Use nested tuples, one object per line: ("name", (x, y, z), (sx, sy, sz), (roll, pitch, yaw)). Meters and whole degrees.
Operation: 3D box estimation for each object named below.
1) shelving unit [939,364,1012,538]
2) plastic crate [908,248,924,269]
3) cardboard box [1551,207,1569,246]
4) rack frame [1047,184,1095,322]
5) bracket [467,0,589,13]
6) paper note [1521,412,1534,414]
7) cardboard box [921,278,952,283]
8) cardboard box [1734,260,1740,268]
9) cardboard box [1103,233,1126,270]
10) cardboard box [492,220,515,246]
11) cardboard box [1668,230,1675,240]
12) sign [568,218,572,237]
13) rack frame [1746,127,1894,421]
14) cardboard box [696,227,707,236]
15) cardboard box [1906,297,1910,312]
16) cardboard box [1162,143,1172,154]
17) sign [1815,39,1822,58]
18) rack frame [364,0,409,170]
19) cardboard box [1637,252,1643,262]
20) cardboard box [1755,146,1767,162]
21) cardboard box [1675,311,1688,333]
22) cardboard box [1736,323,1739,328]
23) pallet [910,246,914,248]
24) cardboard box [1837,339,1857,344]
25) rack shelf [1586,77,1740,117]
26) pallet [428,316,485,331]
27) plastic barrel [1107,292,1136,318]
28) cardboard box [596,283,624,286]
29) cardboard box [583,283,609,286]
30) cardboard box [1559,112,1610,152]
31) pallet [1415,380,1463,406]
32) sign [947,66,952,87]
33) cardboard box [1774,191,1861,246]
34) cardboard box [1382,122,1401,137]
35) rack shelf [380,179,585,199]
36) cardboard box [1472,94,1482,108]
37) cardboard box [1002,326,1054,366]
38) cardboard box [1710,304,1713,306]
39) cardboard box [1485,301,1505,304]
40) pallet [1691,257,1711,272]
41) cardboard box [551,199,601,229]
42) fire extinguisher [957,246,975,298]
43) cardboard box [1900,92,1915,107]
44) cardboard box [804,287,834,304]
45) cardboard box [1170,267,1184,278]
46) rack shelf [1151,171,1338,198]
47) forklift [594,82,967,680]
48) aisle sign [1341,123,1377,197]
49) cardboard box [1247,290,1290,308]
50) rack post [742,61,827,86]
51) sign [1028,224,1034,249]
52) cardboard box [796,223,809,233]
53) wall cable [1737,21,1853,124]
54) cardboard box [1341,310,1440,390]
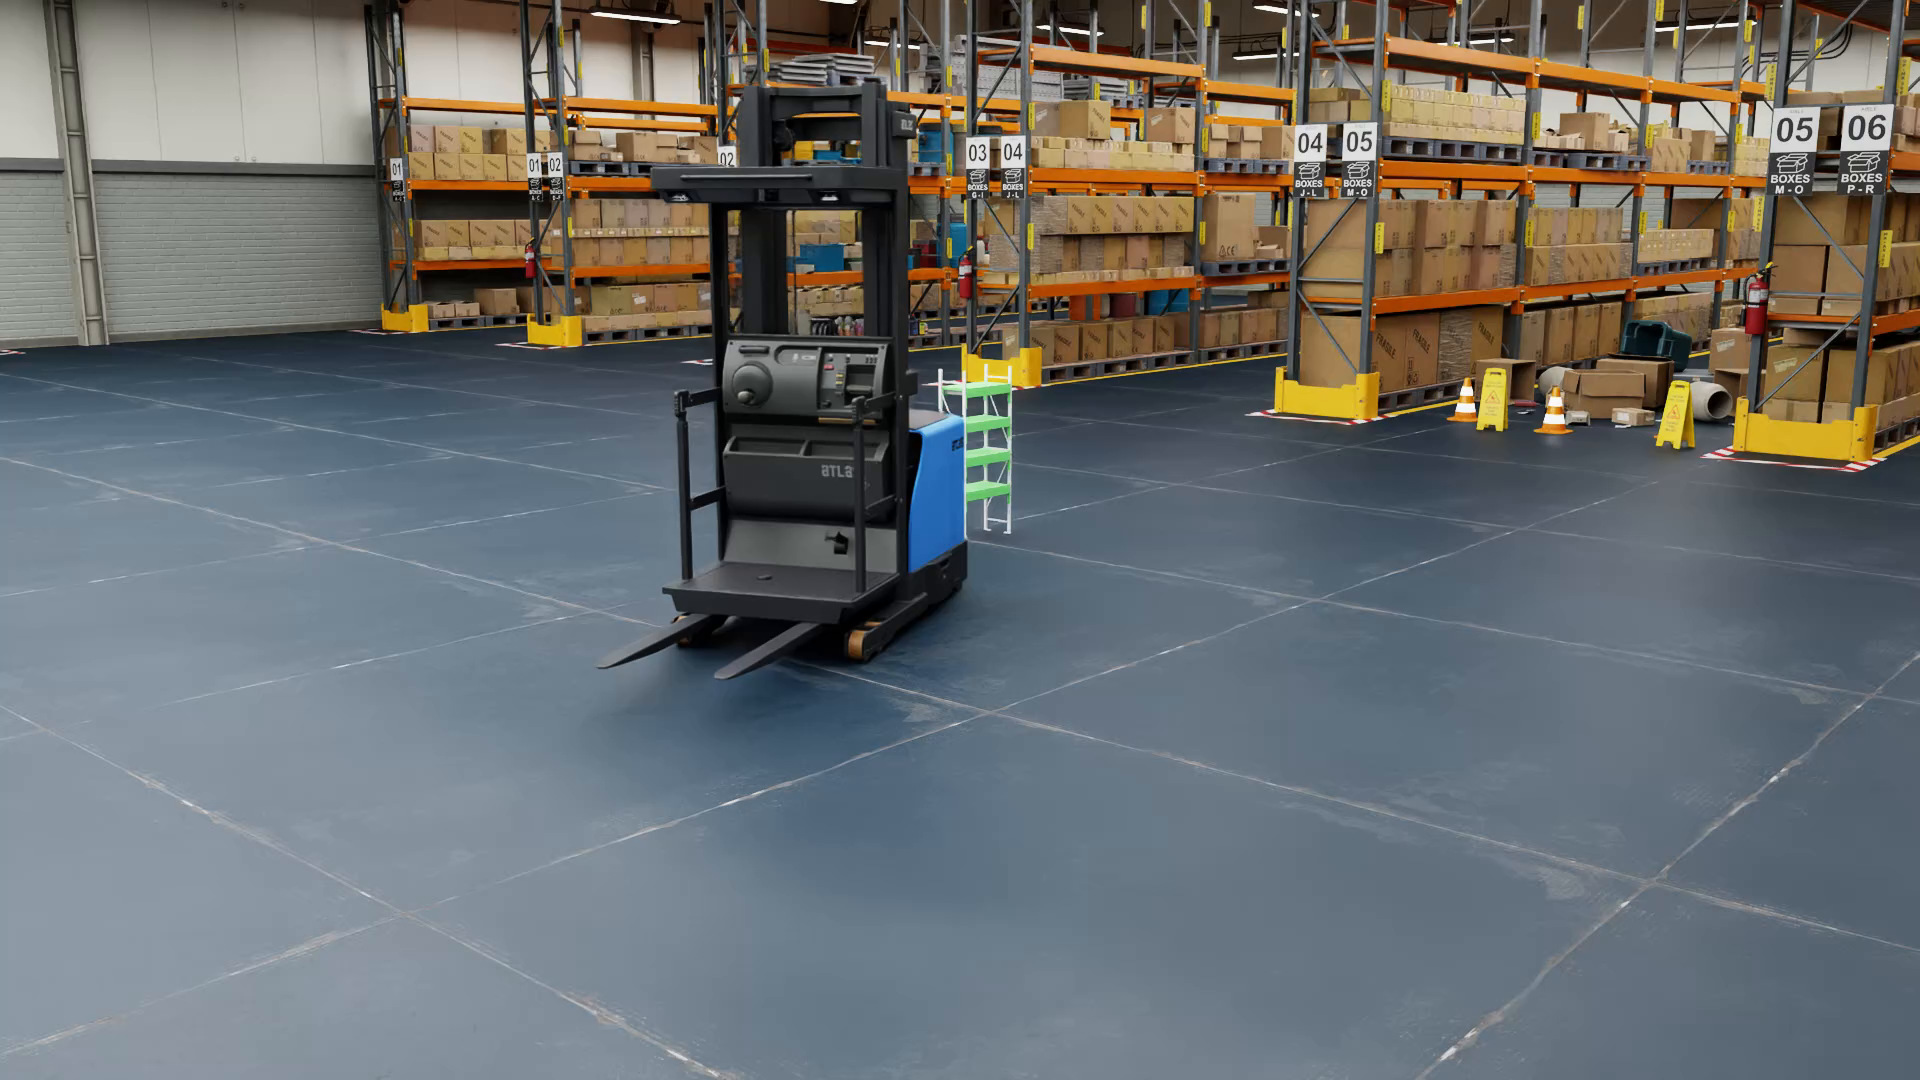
("shelving unit", (0.109, -0.613, 11.716), (0.258, 1.200, 0.503), (10, 15, 40))
("plastic crate", (-1.023, -4.696, 27.724), (0.767, 0.338, 0.504), (10, 15, 40))
("cardboard box", (7.793, -4.254, 22.544), (0.700, 0.500, 0.500), (10, 15, 41))
("rack frame", (2.059, -5.376, 30.967), (1.000, 3.000, 0.127), (10, 15, 40))
("bracket", (-8.610, -10.796, 33.597), (0.076, 0.066, 4.783), (10, 15, 40))
("paper note", (6.441, -1.450, 18.899), (0.142, 0.017, 0.144), (-6, 13, -28))
("cardboard box", (-0.512, -5.702, 35.946), (0.500, 0.250, 0.500), (9, 15, 39))
("cardboard box", (12.947, -4.677, 28.109), (0.380, 0.149, 0.250), (9, 14, 38))
("cardboard box", (1.824, -4.060, 23.364), (0.875, 0.500, 0.500), (10, 15, 40))
("cardboard box", (-9.112, -6.039, 32.706), (0.500, 0.500, 0.500), (10, 15, 42))
("cardboard box", (10.755, -4.690, 25.586), (0.380, 0.149, 0.250), (10, 15, 42))
("sign", (-6.527, -5.230, 27.827), (0.100, 0.325, 0.005), (10, 15, 40))
("rack frame", (7.943, -2.277, 15.453), (1.000, 3.000, 0.127), (10, 15, 40))
("cardboard box", (-4.827, -5.614, 30.248), (0.380, 0.149, 0.250), (10, 15, 40))
("cardboard box", (9.062, -2.318, 16.302), (0.380, 0.149, 0.250), (10, 15, 42))
("cardboard box", (2.796, -5.579, 23.692), (0.380, 0.149, 0.250), (9, 14, 38))
("sign", (15.123, -8.659, 29.300), (0.100, 0.325, 0.005), (10, 15, 40))
("rack frame", (-10.664, -8.421, 30.900), (1.000, 3.000, 0.127), (10, 15, 40))
("cardboard box", (9.885, -4.202, 24.659), (0.380, 0.149, 0.250), (10, 15, 40))
("cardboard box", (13.252, -6.495, 28.019), (0.500, 0.250, 0.500), (10, 15, 41))
("cardboard box", (11.099, -3.356, 26.165), (0.500, 0.500, 0.500), (9, 15, 39))
("cardboard box", (13.143, -3.658, 28.574), (0.380, 0.149, 0.250), (9, 14, 38))
("pallet", (-1.265, -6.031, 34.740), (1.213, 0.211, 1.003), (10, 15, 40))
("cardboard box", (8.956, -1.804, 17.121), (0.500, 0.500, 0.500), (9, 15, 39))
("rack shelf", (10.759, -6.766, 25.471), (1.077, 0.370, 4.000), (10, 15, 40))
("pallet", (-10.051, -4.238, 32.392), (1.003, 0.211, 1.213), (10, 15, 40))
("plastic barrel", (3.115, -4.639, 32.366), (0.600, 0.588, 0.708), (10, 15, 40))
("cardboard box", (-6.161, -4.331, 29.772), (0.500, 0.500, 0.500), (10, 15, 40))
("cardboard box", (-7.550, -5.168, 35.189), (0.700, 0.500, 0.500), (10, 15, 42))
("cardboard box", (8.501, -5.562, 22.660), (0.500, 0.500, 0.500), (10, 15, 40))
("pallet", (5.432, -1.841, 20.390), (1.003, 0.211, 1.213), (10, 15, 40))
("sign", (-0.176, -7.554, 27.090), (0.100, 0.325, 0.005), (10, 15, 40))
("cardboard box", (8.116, -3.066, 15.834), (0.700, 0.500, 0.500), (9, 15, 39))
("cardboard box", (4.625, -4.514, 18.308), (0.380, 0.149, 0.250), (10, 15, 41))
("rack shelf", (-9.344, -6.892, 32.737), (1.077, 0.370, 4.000), (10, 15, 40))
("cardboard box", (5.962, -5.204, 19.726), (0.380, 0.149, 0.250), (10, 15, 40))
("cardboard box", (0.923, -2.628, 22.521), (0.500, 0.500, 0.500), (-9, 14, -37))
("cardboard box", (12.924, -4.055, 29.041), (0.380, 0.149, 0.250), (9, 14, 38))
("cardboard box", (10.097, -4.838, 32.628), (0.875, 0.875, 0.875), (10, 15, 40))
("pallet", (11.465, -4.480, 26.973), (1.003, 0.211, 1.213), (10, 15, 40))
("cardboard box", (-6.588, -5.600, 28.521), (0.700, 0.500, 0.500), (10, 15, 41))
("fire extinguisher", (0.077, -3.563, 22.090), (0.296, 0.674, 0.183), (10, 15, 40))
("cardboard box", (8.696, -4.110, 15.576), (0.380, 0.149, 0.250), (10, 15, 40))
("cardboard box", (-2.826, -4.816, 32.680), (0.500, 0.311, 0.500), (10, 15, 42))
("cardboard box", (3.046, -3.918, 24.313), (0.380, 0.149, 0.250), (10, 15, 40))
("rack shelf", (4.459, -5.559, 26.065), (1.077, 0.370, 4.000), (10, 15, 40))
("forklift", (-0.899, -0.898, 8.723), (1.130, 2.935, 3.031), (4, 12, 18))
("aisle sign", (4.336, -4.128, 18.082), (0.394, 0.787, 0.004), (10, 15, 40))
("cardboard box", (5.017, -3.911, 26.979), (0.500, 0.250, 0.500), (-10, 15, -41))
("rack post", (-2.627, -6.990, 25.010), (0.954, 0.300, 0.937), (-10, 15, -41))
("sign", (0.906, -3.913, 21.432), (0.100, 0.325, 0.005), (10, 15, 40))
("cardboard box", (-3.851, -7.126, 38.665), (0.500, 0.500, 0.500), (10, 15, 42))
("wall cable", (17.382, -10.818, 34.686), (2.277, 5.999, 0.120), (10, 15, 40))
("cardboard box", (5.135, -2.304, 19.942), (0.875, 0.875, 0.875), (9, 15, 39))
